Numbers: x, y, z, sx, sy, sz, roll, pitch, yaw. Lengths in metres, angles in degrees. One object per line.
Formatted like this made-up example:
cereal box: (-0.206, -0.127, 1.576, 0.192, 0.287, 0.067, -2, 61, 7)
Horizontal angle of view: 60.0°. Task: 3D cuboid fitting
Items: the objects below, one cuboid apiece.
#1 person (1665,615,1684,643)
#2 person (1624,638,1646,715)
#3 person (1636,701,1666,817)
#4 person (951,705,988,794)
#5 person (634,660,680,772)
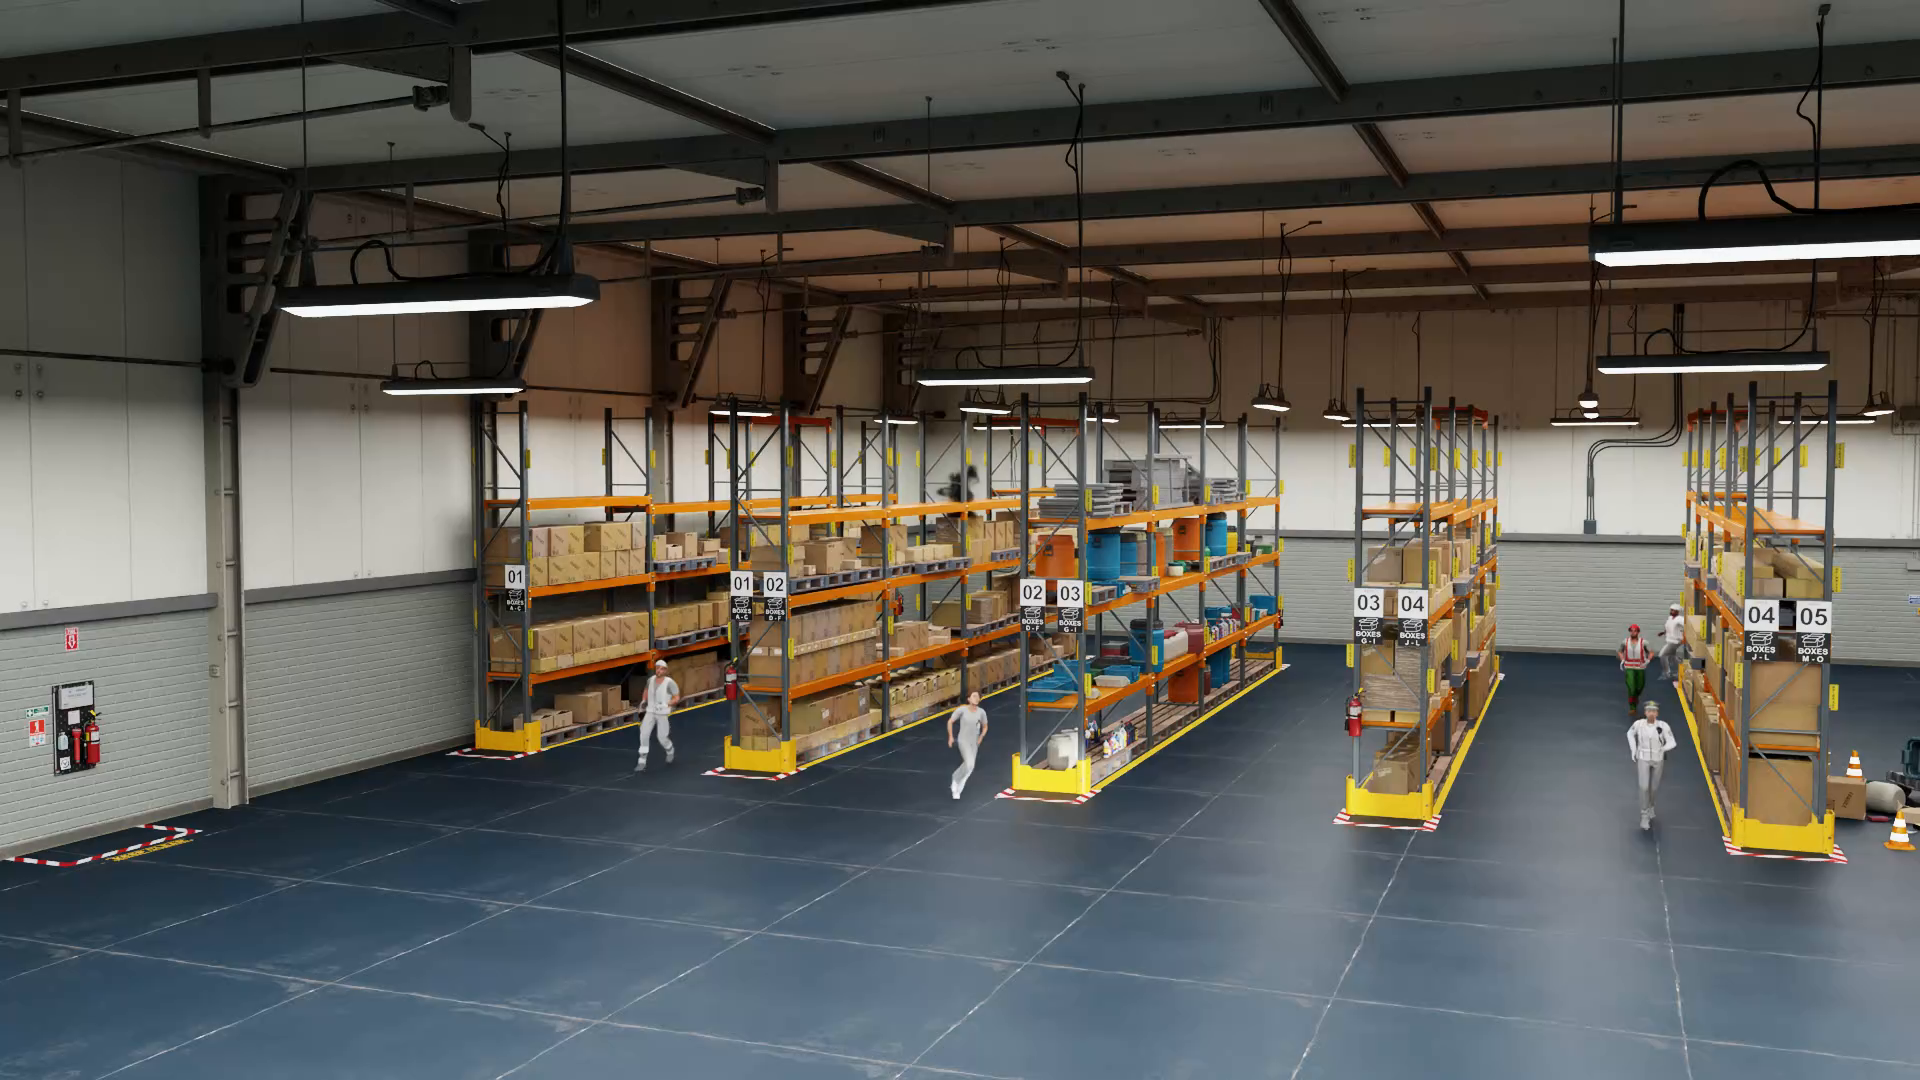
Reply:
person: (16.158, 2.018, 37.532, 0.420, 0.647, 0.711, 0, 3, 3)
person: (13.296, 2.657, 32.746, 0.417, 1.530, 0.735, 1, 3, 26)
person: (9.483, 2.983, 22.840, 0.374, 1.593, 0.642, 1, 3, 19)
person: (0.183, 3.100, 24.472, 0.544, 1.312, 0.538, -1, 3, -22)
person: (-4.892, 2.818, 26.895, 0.696, 1.747, 0.942, 1, 3, 17)
